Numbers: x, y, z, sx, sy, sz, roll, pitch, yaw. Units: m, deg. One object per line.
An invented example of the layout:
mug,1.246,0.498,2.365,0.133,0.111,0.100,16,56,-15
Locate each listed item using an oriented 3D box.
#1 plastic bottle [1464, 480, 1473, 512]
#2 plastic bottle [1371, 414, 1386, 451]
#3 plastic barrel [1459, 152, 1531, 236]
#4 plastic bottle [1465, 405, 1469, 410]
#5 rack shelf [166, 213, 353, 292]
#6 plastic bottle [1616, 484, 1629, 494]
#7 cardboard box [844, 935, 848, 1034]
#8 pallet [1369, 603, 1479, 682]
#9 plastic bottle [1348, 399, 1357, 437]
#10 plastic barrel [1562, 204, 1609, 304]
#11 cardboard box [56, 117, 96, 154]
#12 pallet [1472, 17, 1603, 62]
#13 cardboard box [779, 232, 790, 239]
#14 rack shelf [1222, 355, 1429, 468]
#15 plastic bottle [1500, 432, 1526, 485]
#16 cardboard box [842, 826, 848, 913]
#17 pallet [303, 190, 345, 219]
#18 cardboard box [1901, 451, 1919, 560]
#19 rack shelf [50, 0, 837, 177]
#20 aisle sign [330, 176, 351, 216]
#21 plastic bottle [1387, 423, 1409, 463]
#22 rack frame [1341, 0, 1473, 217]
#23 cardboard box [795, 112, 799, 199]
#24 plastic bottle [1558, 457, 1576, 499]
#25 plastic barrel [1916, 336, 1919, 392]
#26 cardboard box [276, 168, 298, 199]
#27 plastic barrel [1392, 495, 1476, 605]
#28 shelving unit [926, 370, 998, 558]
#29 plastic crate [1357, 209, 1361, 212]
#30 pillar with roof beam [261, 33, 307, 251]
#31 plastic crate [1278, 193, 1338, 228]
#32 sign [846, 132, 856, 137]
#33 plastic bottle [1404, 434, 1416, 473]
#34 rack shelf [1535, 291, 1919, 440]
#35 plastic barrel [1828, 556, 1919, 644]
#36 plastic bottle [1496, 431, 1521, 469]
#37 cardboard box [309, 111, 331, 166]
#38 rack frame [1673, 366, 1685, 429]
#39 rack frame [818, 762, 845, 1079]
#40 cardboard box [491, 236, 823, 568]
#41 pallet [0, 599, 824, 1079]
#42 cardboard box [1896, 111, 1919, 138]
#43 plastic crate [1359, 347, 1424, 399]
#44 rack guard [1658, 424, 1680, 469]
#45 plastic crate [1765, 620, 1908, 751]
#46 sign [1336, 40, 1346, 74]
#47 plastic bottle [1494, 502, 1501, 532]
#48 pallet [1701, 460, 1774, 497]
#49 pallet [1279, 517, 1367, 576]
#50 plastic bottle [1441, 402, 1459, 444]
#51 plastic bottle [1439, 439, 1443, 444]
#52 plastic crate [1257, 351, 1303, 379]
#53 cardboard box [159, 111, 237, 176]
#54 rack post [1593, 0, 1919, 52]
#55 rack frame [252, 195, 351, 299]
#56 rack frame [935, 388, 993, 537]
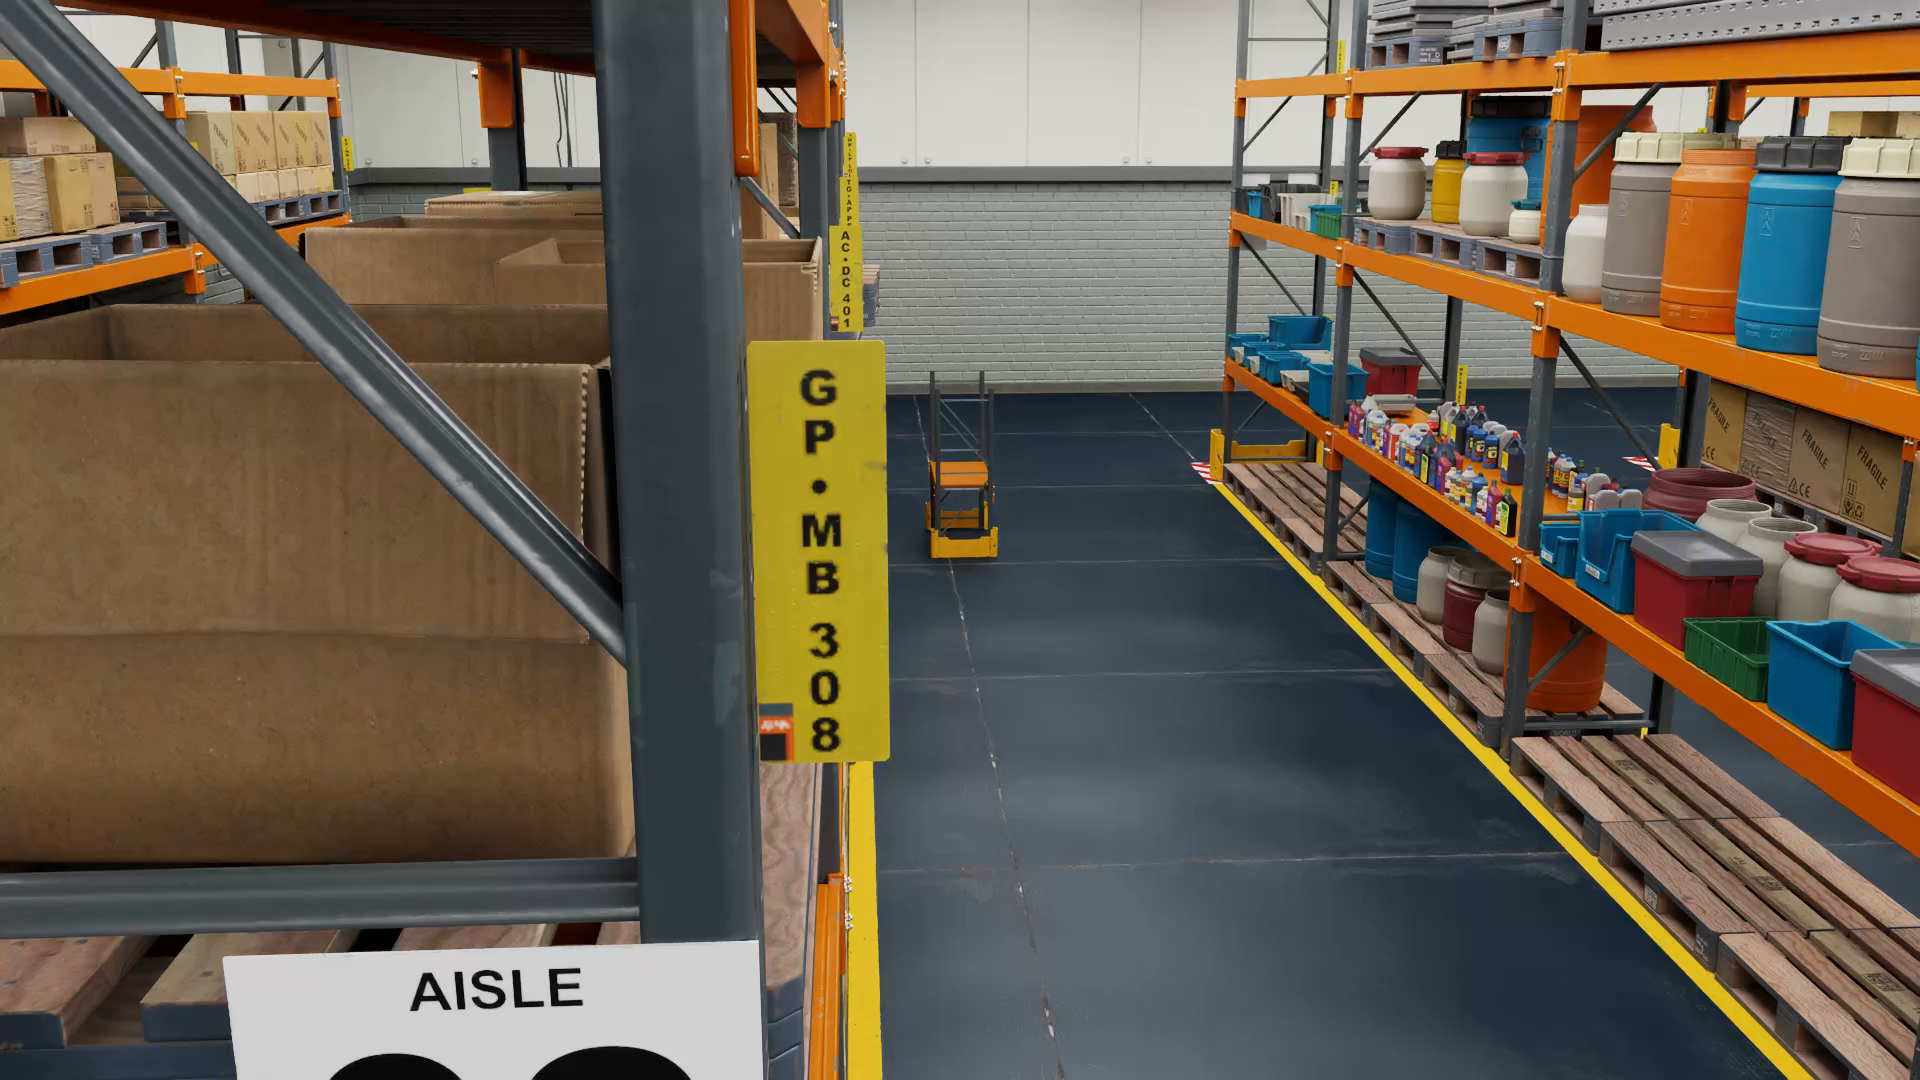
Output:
plastic bottle,3.318,-0.287,10.745,0.097,0.201,0.097,0,14,0
plastic bottle,3.193,-0.821,12.681,0.097,0.271,0.097,0,14,0
plastic barrel,3.530,-2.291,10.998,0.433,0.535,0.433,0,14,0
plastic bottle,3.949,-0.919,13.035,0.061,0.283,0.133,-1,14,-3
rack shelf,-6.470,-2.574,14.657,1.077,0.370,4.000,-1,14,-3
plastic bottle,4.106,-0.210,10.304,0.097,0.271,0.097,0,14,0
cardboard box,-0.714,1.837,6.766,0.500,0.250,0.500,-1,14,-2
pallet,3.627,0.722,12.020,1.003,0.211,1.213,-1,14,-3
plastic bottle,3.139,-0.971,13.237,0.061,0.283,0.133,-1,14,-3
plastic barrel,3.503,-1.555,9.030,0.421,0.512,0.421,0,14,0
cardboard box,-6.422,-2.829,11.615,0.500,0.250,0.500,0,14,1
pallet,3.776,-2.930,9.761,1.213,0.211,1.003,-1,14,-3
cardboard box,-0.995,-1.254,7.541,0.500,0.250,0.500,-1,14,-5
rack shelf,3.418,-1.274,15.626,1.077,0.370,4.000,-1,14,-3
plastic bottle,3.850,-0.568,11.536,0.144,0.351,0.185,-1,14,-3
cardboard box,-0.742,1.437,7.196,0.500,0.311,0.500,-1,14,-5
pallet,-6.537,-3.192,15.796,1.003,0.211,1.213,-1,14,-3
cardboard box,8.545,-0.217,13.495,1.225,0.875,0.875,-1,14,-3
rack shelf,-0.782,-0.926,3.035,1.077,0.370,4.000,-1,14,-3
aisle sign,-6.299,-3.248,16.638,0.394,0.787,0.004,-1,14,-3
plastic bottle,3.248,-0.714,12.253,0.152,0.276,0.135,-1,14,-3
rack frame,3.542,-4.030,12.855,1.000,3.000,0.127,-1,14,-3
cardboard box,-1.206,-2.275,9.847,0.500,0.500,0.500,-1,14,-3
plastic bottle,4.055,-0.415,11.103,0.097,0.271,0.097,0,14,0
plastic barrel,3.790,-0.954,5.912,0.600,0.901,0.708,-1,14,-3
cardboard box,-6.213,-3.162,14.757,0.500,0.250,0.500,-1,14,-5
plastic barrel,3.603,-0.001,12.601,0.600,0.901,0.708,-1,14,-3
shelving unit,0.005,-0.707,14.989,0.587,1.500,1.083,-1,14,-3
plastic crate,3.670,-2.935,15.146,0.437,0.136,0.530,-1,14,-3
pillar with roof beam,-3.328,-5.597,18.943,9.100,9.000,0.400,-1,14,-3
plastic crate,3.124,-2.959,14.949,0.437,0.282,0.530,-1,14,-3
sign,-1.095,-3.929,16.705,0.100,0.325,0.005,-1,14,-3
plastic bottle,3.242,-0.625,11.916,0.097,0.271,0.097,0,14,0
rack shelf,3.914,-0.737,7.519,1.077,0.370,4.000,-1,14,-3
plastic barrel,4.152,0.375,7.500,0.433,0.535,0.433,0,14,0
plastic bottle,3.966,-0.665,12.062,0.152,0.276,0.135,-1,14,-3
cardboard box,-6.276,-3.784,15.670,0.500,0.500,0.500,-1,14,-4
rack frame,8.238,-2.196,17.766,1.000,3.000,0.127,-1,14,-3
rack frame,-0.906,0.940,5.576,1.000,3.000,0.127,-1,14,-3
cardboard box,-0.489,-0.255,2.876,0.500,0.500,0.500,-1,14,-3
pallet,-0.676,0.349,2.032,1.003,0.211,1.213,-1,14,-3
cardboard box,8.434,-3.552,14.265,0.500,0.250,0.500,-2,15,-7
plastic crate,3.737,-1.411,14.465,0.402,0.464,0.583,-1,14,-3
rack guard,8.236,-0.992,18.101,1.175,0.500,0.348,-1,14,-3
plastic crate,3.659,0.603,6.920,0.392,0.384,0.575,-1,14,-3
sign,3.842,-4.881,16.811,0.100,0.325,0.005,-1,14,-3
plastic bottle,3.350,-0.157,10.239,0.097,0.201,0.097,0,14,0
pallet,8.365,-0.648,17.346,1.003,0.211,1.213,-1,14,-3
pallet,3.458,0.043,14.659,1.003,0.211,1.213,-1,14,-3
plastic bottle,3.782,-0.875,12.731,0.144,0.351,0.185,-1,14,-3
plastic bottle,3.398,-0.578,11.736,0.097,0.271,0.097,0,14,0
plastic crate,3.063,-1.674,15.952,0.416,0.233,0.300,-1,14,-3
cardboard box,-6.110,-3.149,13.201,0.500,0.500,0.500,-1,14,-4
rack post,3.830,-2.626,6.996,1.013,1.000,3.121,-1,14,-3
rack frame,-6.594,-1.967,16.875,1.000,3.000,0.127,-1,14,-3
rack frame,0.037,-0.579,14.489,0.500,1.500,0.032,-1,14,-3
